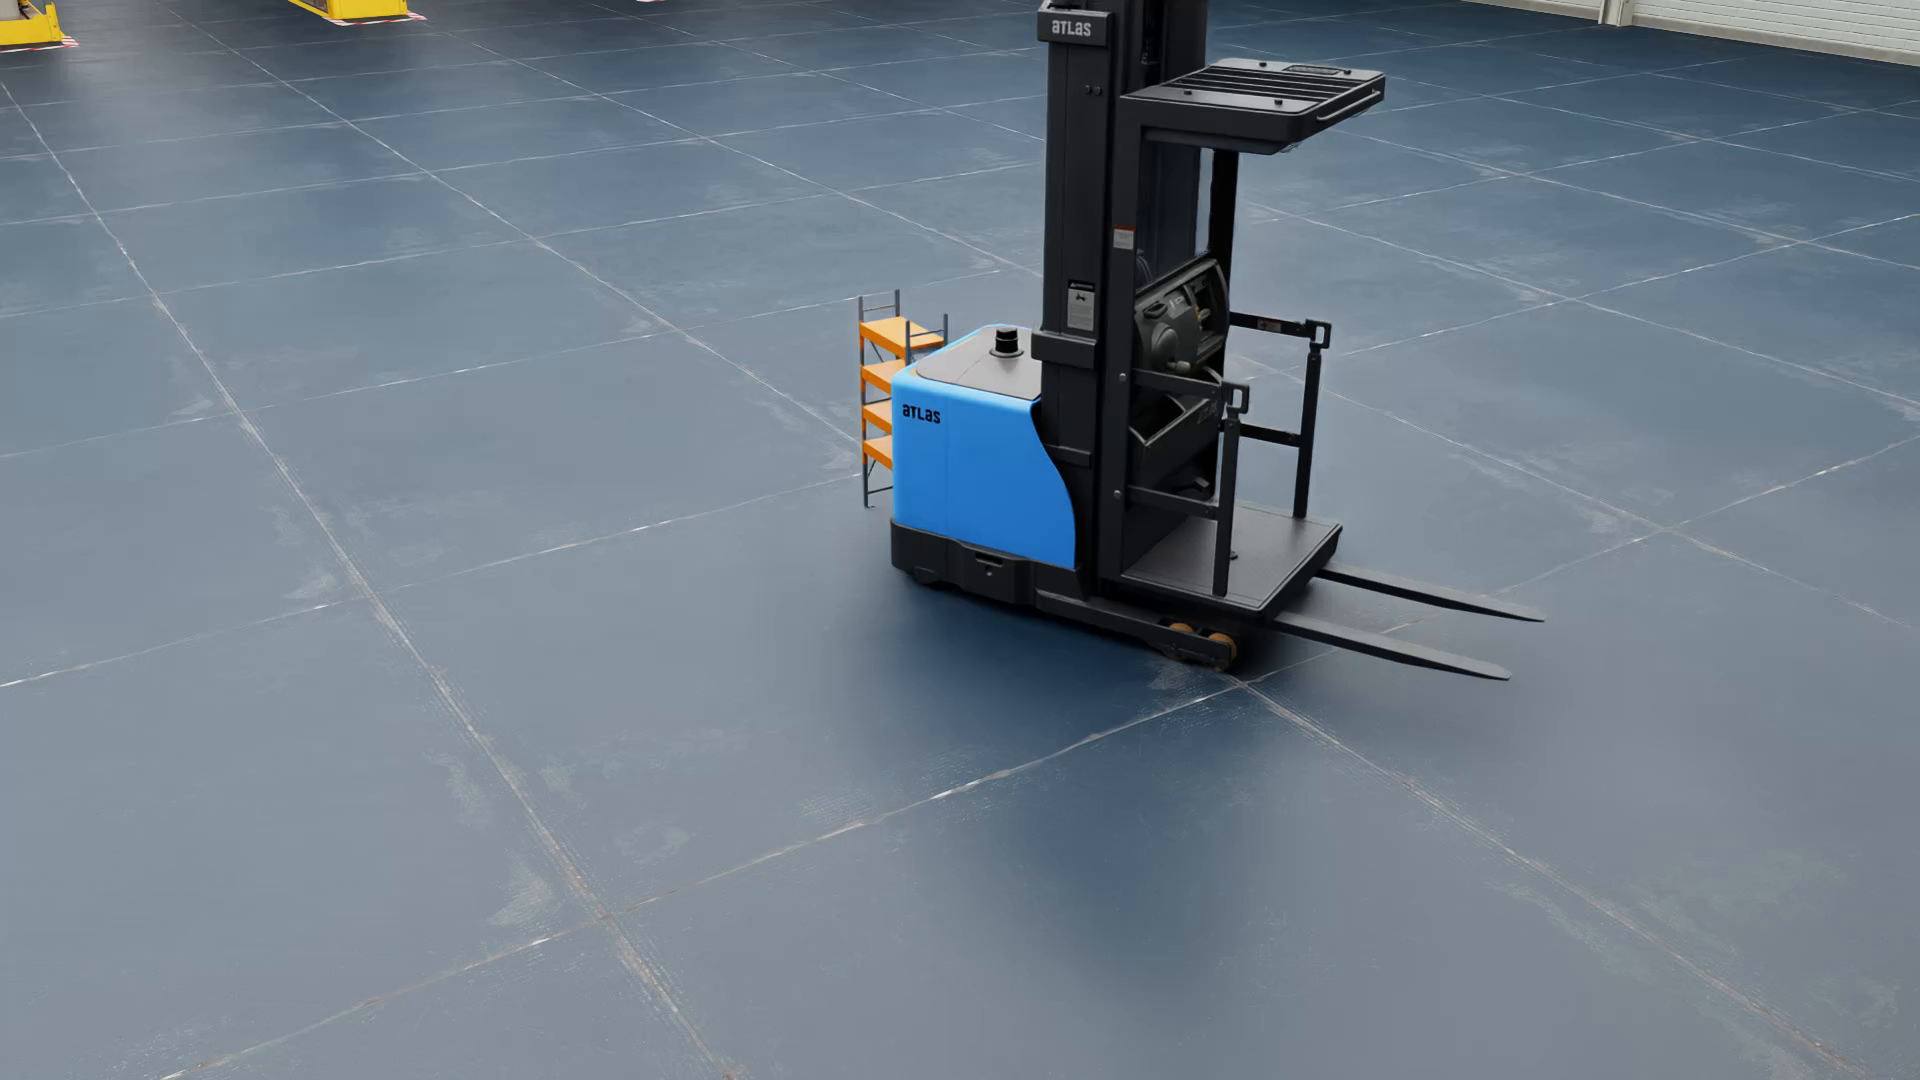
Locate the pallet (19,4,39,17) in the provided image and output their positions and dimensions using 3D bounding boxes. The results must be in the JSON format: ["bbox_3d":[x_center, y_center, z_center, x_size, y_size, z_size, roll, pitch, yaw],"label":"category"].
[{"bbox_3d":[-14.662,-7.971,25.388,1.003,0.211,1.213,-16,29,-30],"label":"pallet"}]

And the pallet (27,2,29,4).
[{"bbox_3d":[-15.332,-8.408,26.313,1.003,0.211,1.213,-16,29,-30],"label":"pallet"}]

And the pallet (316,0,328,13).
[{"bbox_3d":[-9.786,-8.707,26.947,1.003,0.211,1.213,-16,29,-30],"label":"pallet"}]

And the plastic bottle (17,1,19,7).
[{"bbox_3d":[-14.505,-8.336,25.658,0.097,0.201,0.097,0,25,0],"label":"plastic bottle"}]

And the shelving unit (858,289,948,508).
[{"bbox_3d":[-0.295,-0.658,8.738,0.258,1.200,0.503,-15,29,-28],"label":"shelving unit"}]

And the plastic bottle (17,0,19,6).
[{"bbox_3d":[-14.451,-8.333,25.568,0.097,0.271,0.097,0,25,0],"label":"plastic bottle"}]

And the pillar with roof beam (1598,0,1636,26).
[{"bbox_3d":[6.448,-10.986,21.481,9.100,9.000,0.400,-16,29,-30],"label":"pillar with roof beam"}]

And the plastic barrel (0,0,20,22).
[{"bbox_3d":[-13.904,-7.770,24.119,0.421,0.512,0.421,0,25,0],"label":"plastic barrel"}]

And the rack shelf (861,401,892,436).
[{"bbox_3d":[-0.295,-0.597,8.766,0.258,0.148,0.480,-15,29,-28],"label":"rack shelf"}]

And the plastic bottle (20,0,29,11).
[{"bbox_3d":[-14.209,-8.174,25.233,0.097,0.271,0.097,0,25,0],"label":"plastic bottle"}]

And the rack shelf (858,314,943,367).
[{"bbox_3d":[-0.295,-1.013,8.570,0.258,0.148,0.480,-15,29,-28],"label":"rack shelf"}]

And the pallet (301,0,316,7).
[{"bbox_3d":[-10.448,-9.143,27.871,1.003,0.211,1.213,-16,29,-30],"label":"pallet"}]

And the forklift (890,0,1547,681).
[{"bbox_3d":[1.182,-0.994,7.422,3.031,2.935,1.130,14,29,28],"label":"forklift"}]

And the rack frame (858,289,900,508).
[{"bbox_3d":[-0.424,-0.746,8.925,0.240,1.200,0.015,-15,29,-28],"label":"rack frame"}]

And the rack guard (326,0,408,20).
[{"bbox_3d":[-9.372,-8.539,26.253,1.175,0.500,0.348,-16,29,-30],"label":"rack guard"}]

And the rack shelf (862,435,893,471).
[{"bbox_3d":[-0.295,-0.417,8.851,0.258,0.148,0.480,-15,29,-28],"label":"rack shelf"}]

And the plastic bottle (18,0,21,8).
[{"bbox_3d":[-14.396,-8.297,25.492,0.097,0.271,0.097,0,25,0],"label":"plastic bottle"}]

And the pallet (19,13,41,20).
[{"bbox_3d":[-14.000,-7.535,24.464,1.003,0.211,1.213,-16,29,-30],"label":"pallet"}]

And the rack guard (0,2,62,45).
[{"bbox_3d":[-13.561,-7.374,23.784,1.175,0.500,0.348,-16,29,-30],"label":"rack guard"}]

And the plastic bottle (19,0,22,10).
[{"bbox_3d":[-14.266,-8.180,25.326,0.097,0.201,0.097,0,25,0],"label":"plastic bottle"}]

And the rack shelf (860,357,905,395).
[{"bbox_3d":[-0.295,-0.799,8.671,0.258,0.148,0.480,-15,29,-28],"label":"rack shelf"}]

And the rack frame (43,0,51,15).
[{"bbox_3d":[-13.480,-8.488,23.216,1.000,3.000,0.127,-16,29,-30],"label":"rack frame"}]

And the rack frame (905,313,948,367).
[{"bbox_3d":[-0.166,-0.569,8.550,0.240,1.200,0.015,-15,29,-28],"label":"rack frame"}]
